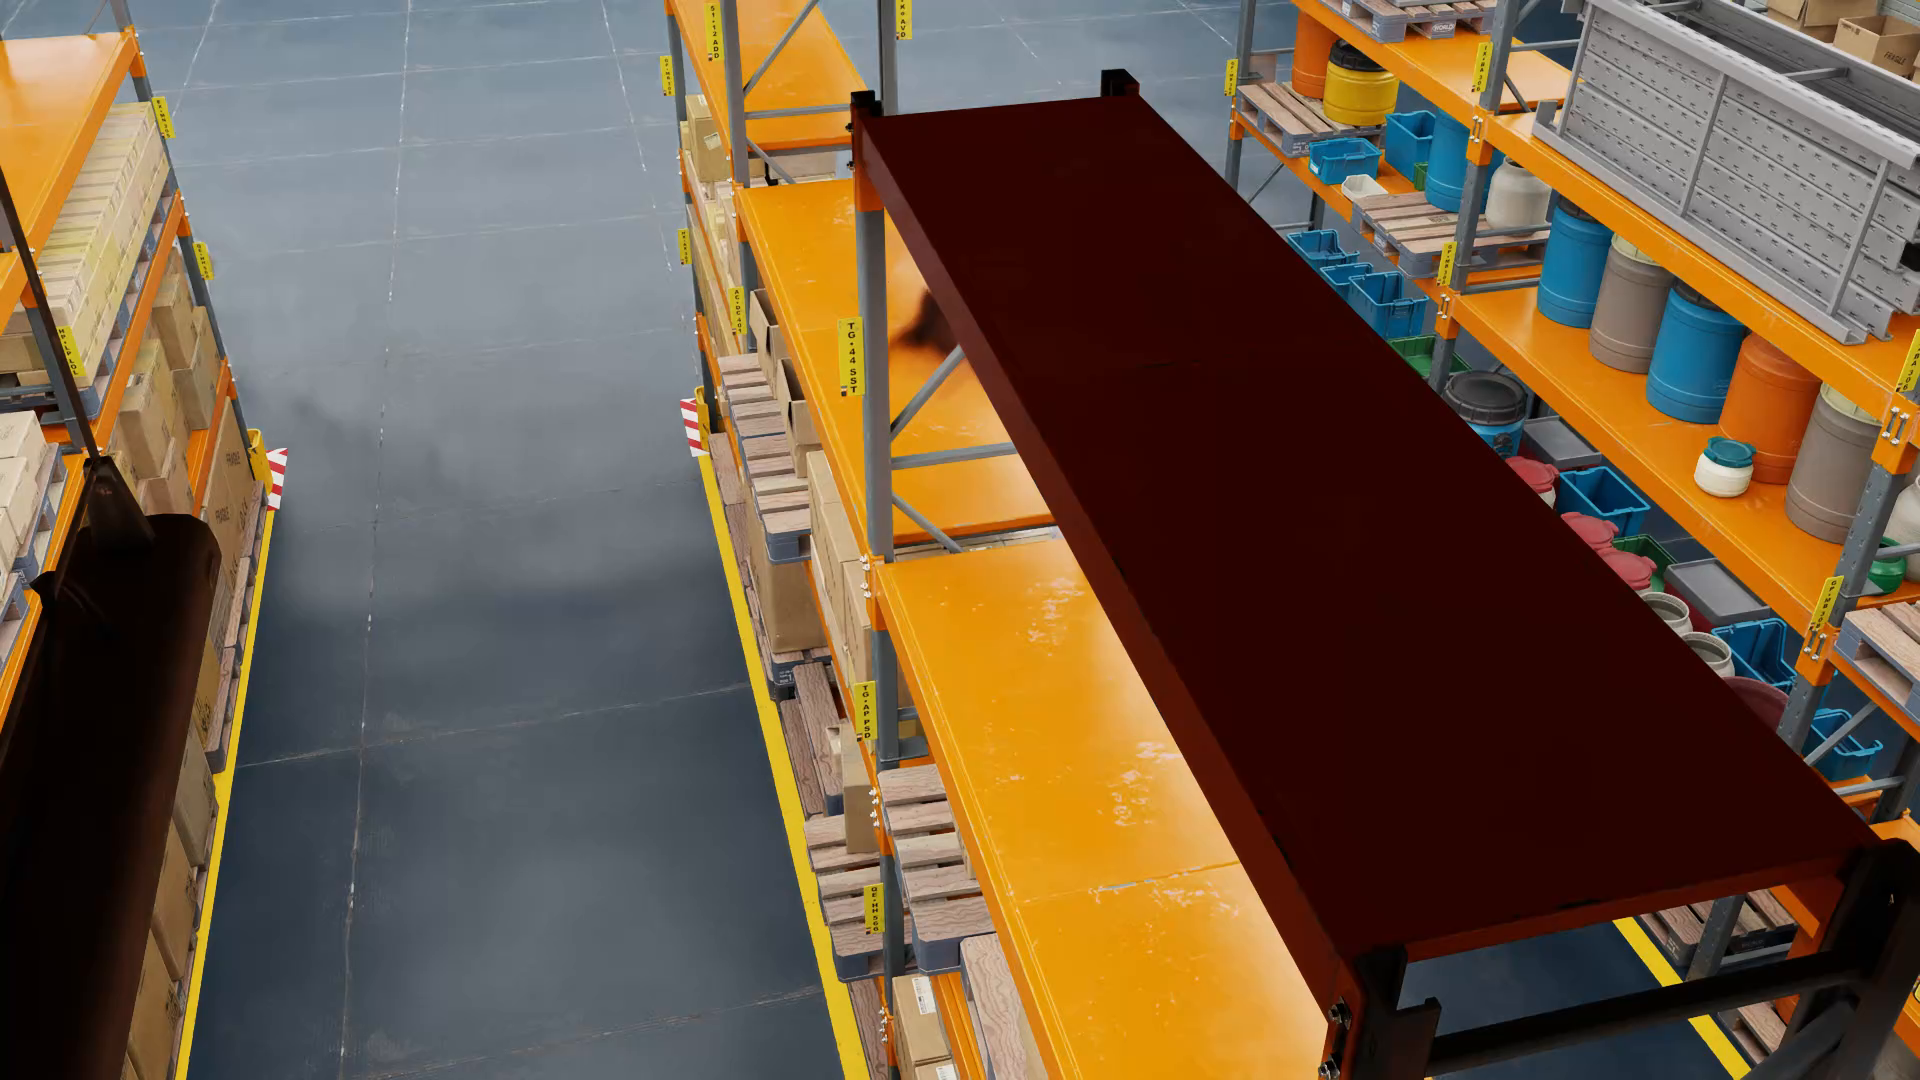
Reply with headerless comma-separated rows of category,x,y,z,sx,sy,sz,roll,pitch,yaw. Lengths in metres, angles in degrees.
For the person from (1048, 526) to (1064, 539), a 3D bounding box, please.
person,0.702,0.181,11.797,0.624,1.892,0.726,-12,36,-17
